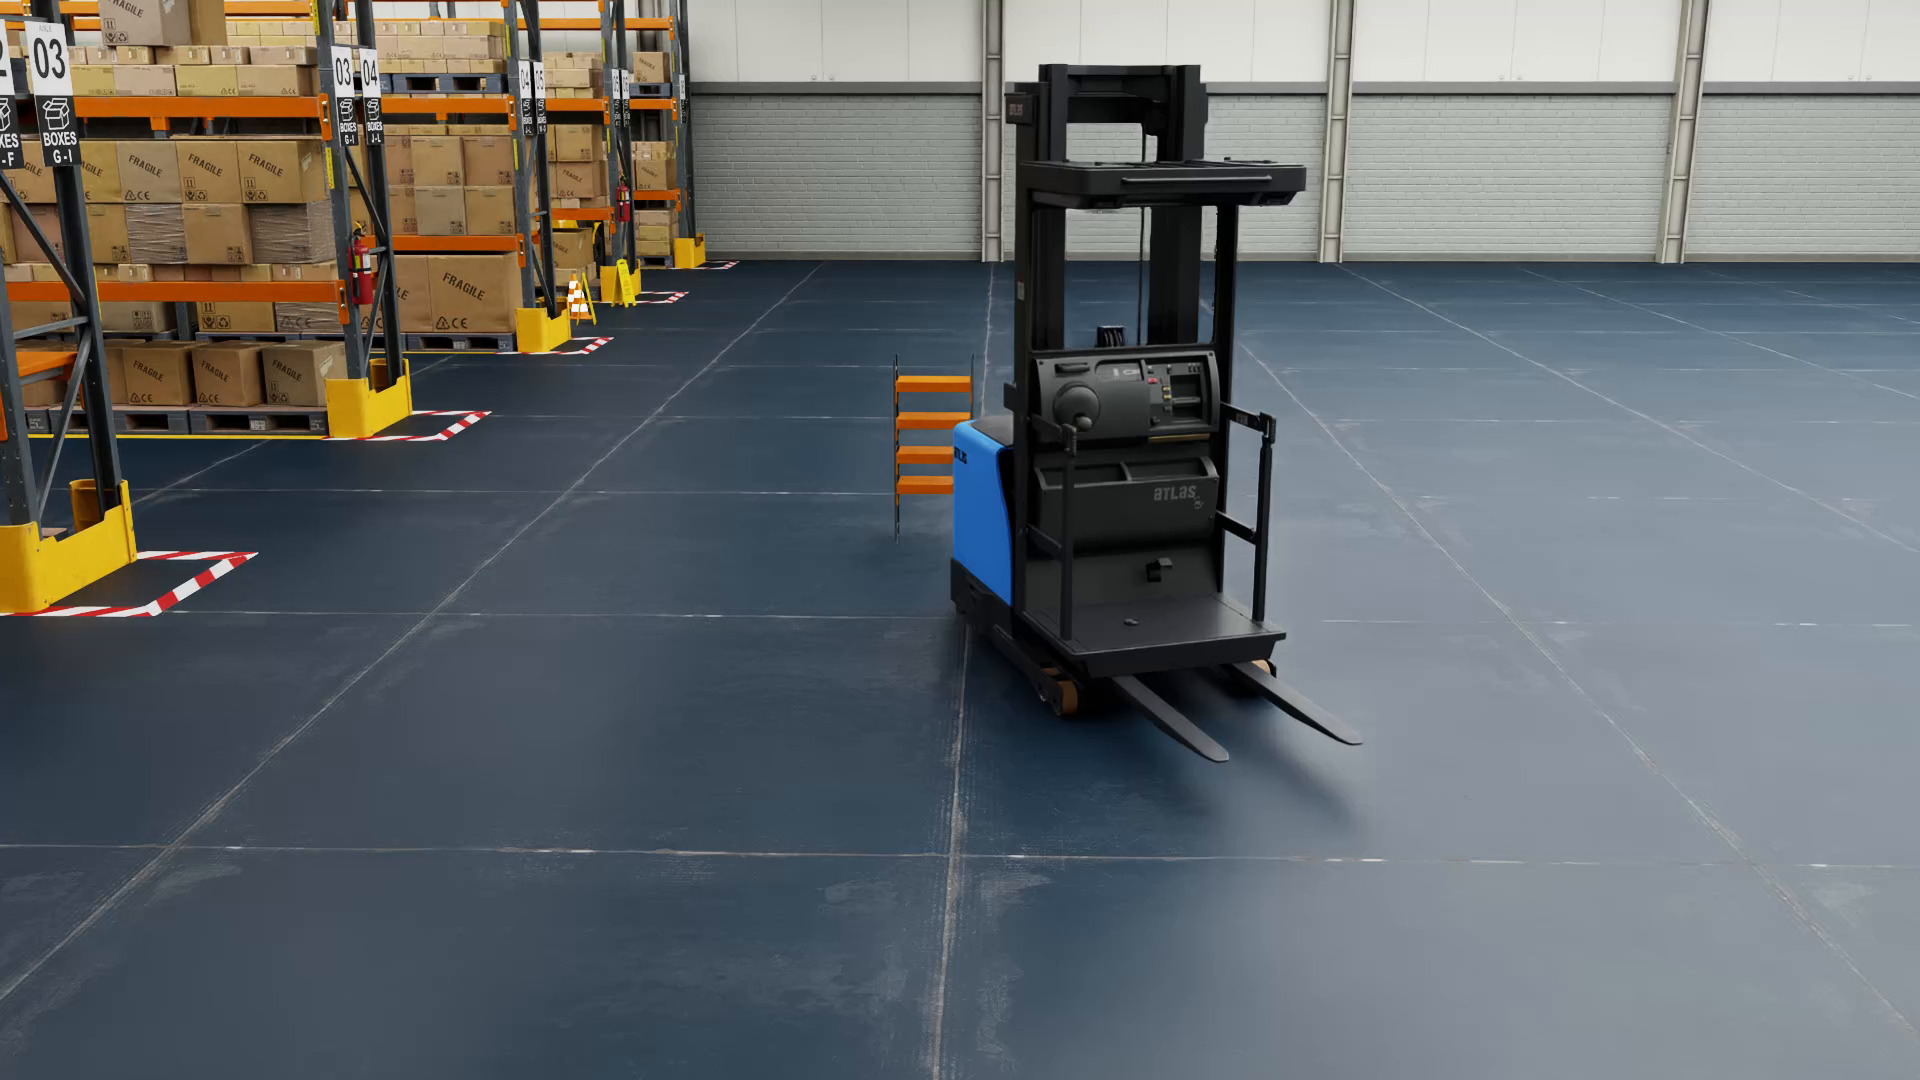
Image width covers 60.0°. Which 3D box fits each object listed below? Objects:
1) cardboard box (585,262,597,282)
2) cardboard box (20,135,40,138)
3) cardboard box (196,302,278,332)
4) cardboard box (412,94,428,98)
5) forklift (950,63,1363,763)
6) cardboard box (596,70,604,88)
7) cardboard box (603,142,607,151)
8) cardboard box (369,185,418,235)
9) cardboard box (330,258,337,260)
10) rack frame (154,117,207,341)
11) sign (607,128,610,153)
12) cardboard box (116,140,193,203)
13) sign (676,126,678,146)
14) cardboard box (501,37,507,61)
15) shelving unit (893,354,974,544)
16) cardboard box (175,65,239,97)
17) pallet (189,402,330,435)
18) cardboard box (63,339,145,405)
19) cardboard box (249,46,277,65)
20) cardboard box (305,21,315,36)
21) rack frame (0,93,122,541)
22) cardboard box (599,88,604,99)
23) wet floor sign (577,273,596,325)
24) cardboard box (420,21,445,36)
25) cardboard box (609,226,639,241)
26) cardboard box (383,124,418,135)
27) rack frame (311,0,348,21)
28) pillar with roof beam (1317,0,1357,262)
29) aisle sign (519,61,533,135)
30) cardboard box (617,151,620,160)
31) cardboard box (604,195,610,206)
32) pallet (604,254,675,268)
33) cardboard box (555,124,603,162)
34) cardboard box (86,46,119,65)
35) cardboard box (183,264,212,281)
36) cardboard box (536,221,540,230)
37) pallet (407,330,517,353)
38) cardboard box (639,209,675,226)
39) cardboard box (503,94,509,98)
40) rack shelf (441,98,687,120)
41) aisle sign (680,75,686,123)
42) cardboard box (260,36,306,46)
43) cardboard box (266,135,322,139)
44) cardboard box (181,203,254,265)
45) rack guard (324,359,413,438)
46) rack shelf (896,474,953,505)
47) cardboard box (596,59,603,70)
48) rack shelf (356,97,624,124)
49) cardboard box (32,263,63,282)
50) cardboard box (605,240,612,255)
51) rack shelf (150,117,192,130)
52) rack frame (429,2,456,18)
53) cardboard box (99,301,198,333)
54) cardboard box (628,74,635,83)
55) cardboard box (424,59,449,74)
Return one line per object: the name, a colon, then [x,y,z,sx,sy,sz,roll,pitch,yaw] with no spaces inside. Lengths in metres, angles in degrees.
cardboard box: [-5.659,-3.943,24.471,0.500,0.250,0.500,0,15,1]
cardboard box: [-13.381,-5.514,23.704,0.500,0.500,0.500,0,15,0]
cardboard box: [-8.257,-2.910,19.332,0.875,0.875,0.875,1,15,2]
cardboard box: [-7.526,-6.278,23.368,0.250,0.149,0.380,0,15,0]
forklift: [0.879,-0.713,7.797,1.130,2.935,3.031,-5,15,-17]
cardboard box: [-5.356,-6.586,23.755,0.500,0.250,0.500,0,15,0]
cardboard box: [-6.120,-6.696,28.290,0.250,0.149,0.380,1,15,3]
cardboard box: [-6.364,-3.828,19.173,0.550,0.550,0.875,0,15,1]
cardboard box: [-5.392,-2.407,14.577,0.250,0.149,0.380,0,15,1]
rack frame: [-8.884,-3.756,19.198,0.127,3.000,1.000,0,15,1]
sign: [-4.894,-5.565,23.163,0.005,0.325,0.100,0,15,1]
cardboard box: [-6.669,-3.088,13.926,0.500,0.500,0.500,0,15,1]
sign: [-4.764,-6.795,27.983,0.005,0.325,0.100,0,15,1]
cardboard box: [-5.361,-5.572,18.892,0.500,0.250,0.500,0,15,1]
shelving unit: [-0.165,-0.581,10.691,0.503,1.200,0.258,0,15,1]
cardboard box: [-6.100,-3.785,13.720,0.500,0.250,0.500,0,15,2]
pallet: [-6.000,-1.133,14.719,1.213,0.211,1.003,0,15,1]
cardboard box: [-7.517,-1.488,14.677,0.500,0.500,0.500,-1,15,-4]
cardboard box: [-5.656,-3.991,13.718,0.250,0.149,0.380,0,15,0]
cardboard box: [-7.008,-5.623,18.304,0.250,0.149,0.380,0,15,1]
rack frame: [-5.239,-1.203,9.520,0.127,3.000,1.000,0,15,1]
cardboard box: [-5.183,-6.407,23.858,0.250,0.149,0.380,0,15,1]
wet floor sign: [-4.806,-3.097,21.313,0.232,0.644,0.267,-2,15,-8]
cardboard box: [-5.736,-5.616,18.275,0.250,0.149,0.380,1,15,2]
cardboard box: [-5.732,-5.304,28.651,0.500,0.250,0.500,0,15,1]
cardboard box: [-7.914,-5.628,23.553,0.500,0.500,0.700,0,15,2]
rack frame: [-8.858,-7.920,23.220,0.127,3.000,1.000,0,15,1]
pillar with roof beam: [6.476,-8.218,24.350,0.400,9.000,9.100,0,15,1]
aisle sign: [-4.822,-4.910,18.476,0.004,0.787,0.394,0,15,1]
cardboard box: [-5.852,-6.568,28.387,0.250,0.149,0.380,0,15,1]
cardboard box: [-5.194,-4.927,24.127,0.250,0.149,0.380,0,15,2]
pallet: [-5.502,-4.905,29.019,1.213,0.211,1.003,0,15,1]
cardboard box: [-5.376,-5.617,23.510,0.500,0.500,0.700,0,15,0]
cardboard box: [-6.972,-3.983,13.689,0.250,0.149,0.380,0,15,-1]
cardboard box: [-6.403,-2.302,14.178,0.250,0.149,0.380,0,15,1]
cardboard box: [-6.036,-4.467,23.717,0.250,0.149,0.380,1,15,3]
pallet: [-5.686,-2.367,19.399,1.213,0.211,1.003,0,15,1]
cardboard box: [-5.205,-5.540,28.564,0.500,0.250,0.500,1,15,3]
cardboard box: [-6.240,-6.265,23.319,0.250,0.149,0.380,0,15,1]
rack shelf: [-6.736,-7.375,28.443,4.000,0.370,1.077,0,15,1]
aisle sign: [-4.678,-7.441,28.067,0.004,0.787,0.394,0,15,1]
cardboard box: [-7.393,-5.449,18.425,0.500,0.250,0.500,0,15,1]
cardboard box: [-7.427,-4.327,18.952,0.550,0.550,0.875,0,15,1]
cardboard box: [-6.165,-2.642,14.193,0.500,0.500,0.875,0,15,1]
rack guard: [-5.189,-1.258,14.628,0.348,0.500,1.175,0,15,1]
rack shelf: [-0.165,-0.324,10.759,0.480,0.148,0.258,0,15,1]
cardboard box: [-5.210,-6.762,23.640,0.250,0.149,0.380,0,15,1]
rack shelf: [-6.859,-6.109,23.645,4.000,0.370,1.077,0,15,1]
cardboard box: [-7.654,-2.291,14.135,0.250,0.149,0.380,0,15,1]
cardboard box: [-6.211,-5.067,28.731,0.500,0.250,0.500,1,15,2]
rack shelf: [-10.883,-4.872,18.957,4.000,0.370,1.077,0,15,1]
rack frame: [-8.735,-9.186,28.018,0.127,3.000,1.000,0,15,1]
cardboard box: [-9.507,-2.853,19.360,0.750,0.750,1.050,0,15,1]
cardboard box: [-5.573,-7.768,27.995,0.250,0.149,0.380,0,15,0]
cardboard box: [-5.735,-5.230,18.376,0.250,0.149,0.380,1,15,2]
